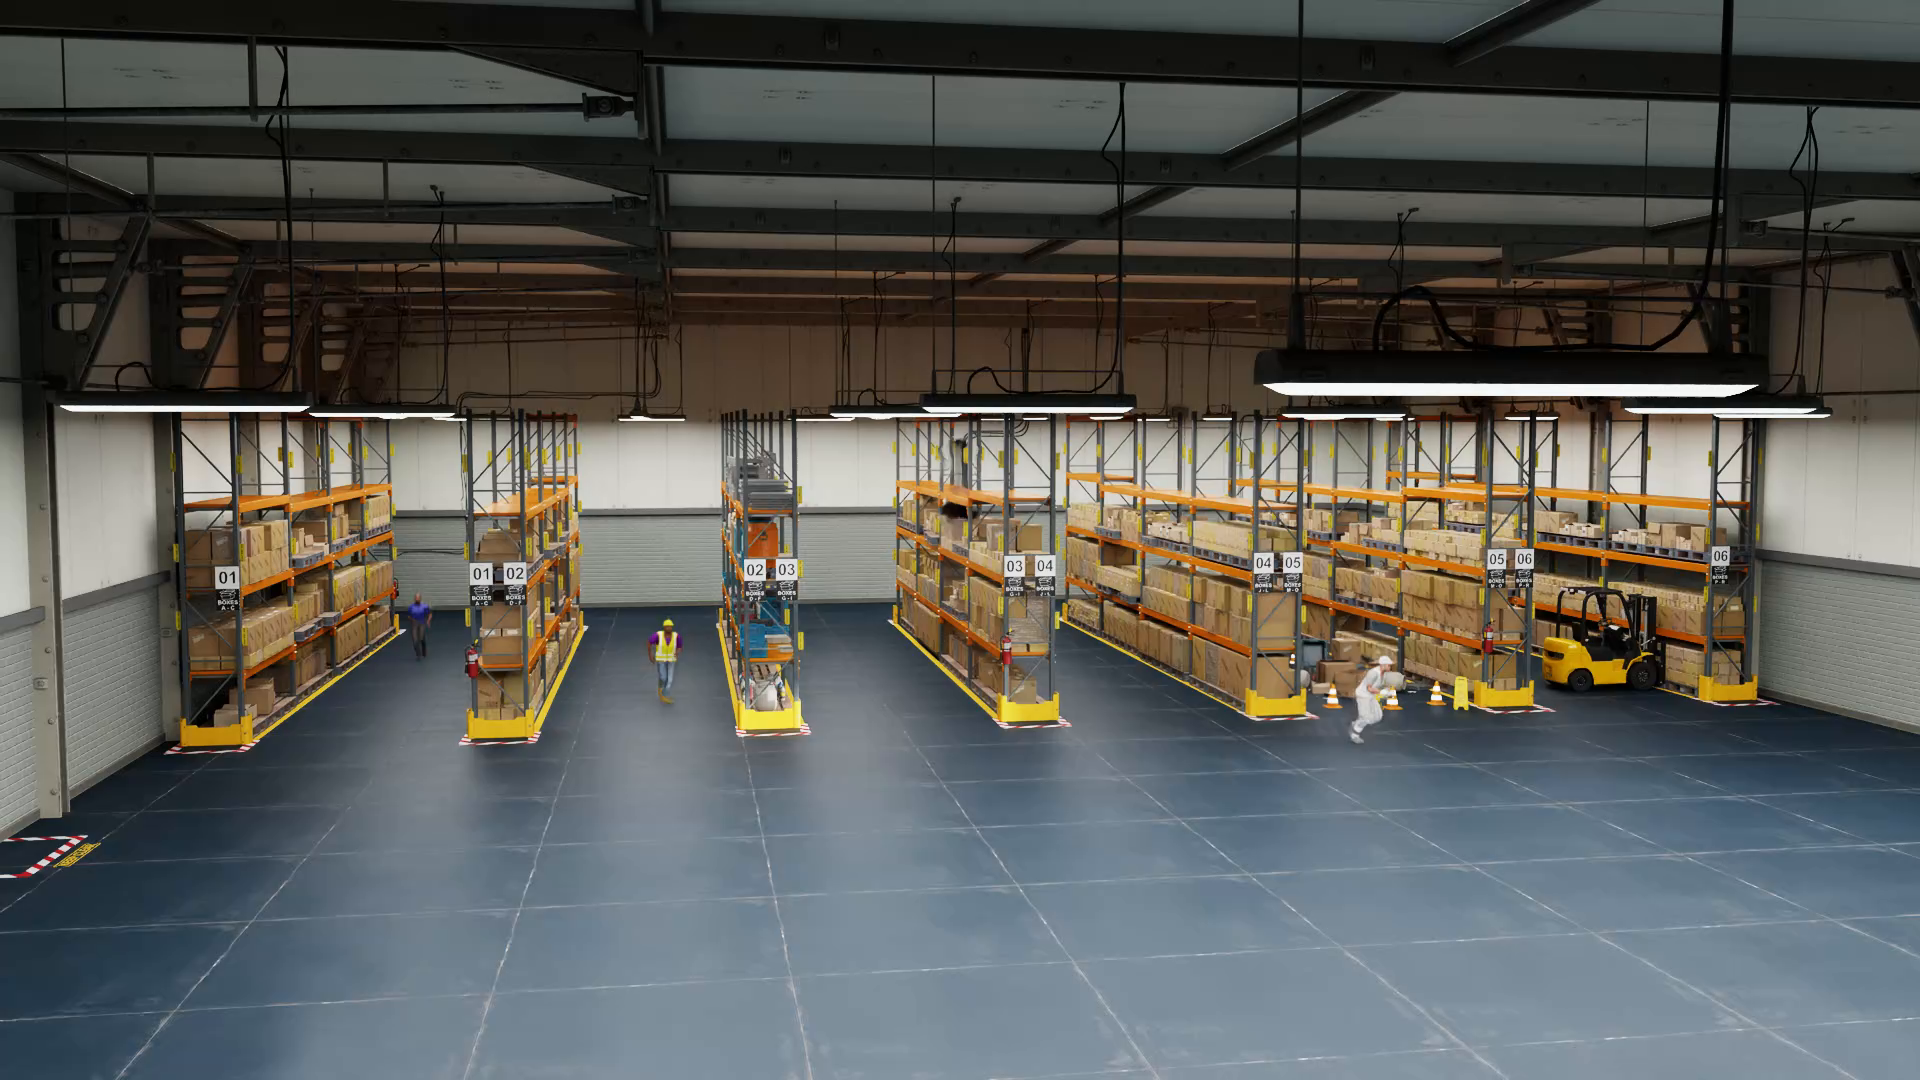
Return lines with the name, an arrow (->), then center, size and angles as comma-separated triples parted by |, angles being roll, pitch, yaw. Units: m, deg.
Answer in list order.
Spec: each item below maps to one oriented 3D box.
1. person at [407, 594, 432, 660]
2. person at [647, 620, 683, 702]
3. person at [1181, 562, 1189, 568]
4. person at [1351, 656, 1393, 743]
person -> -13.082, 2.117, 40.197 | 0.561, 1.606, 0.562 | -1, 4, -11
person -> -6.012, 2.485, 34.051 | 0.696, 1.713, 0.623 | -2, 4, -21
person -> 6.985, 1.229, 51.772 | 0.722, 1.756, 0.682 | -3, 5, -33
person -> 7.402, 2.849, 29.756 | 0.830, 1.603, 0.695 | 3, 5, 38
